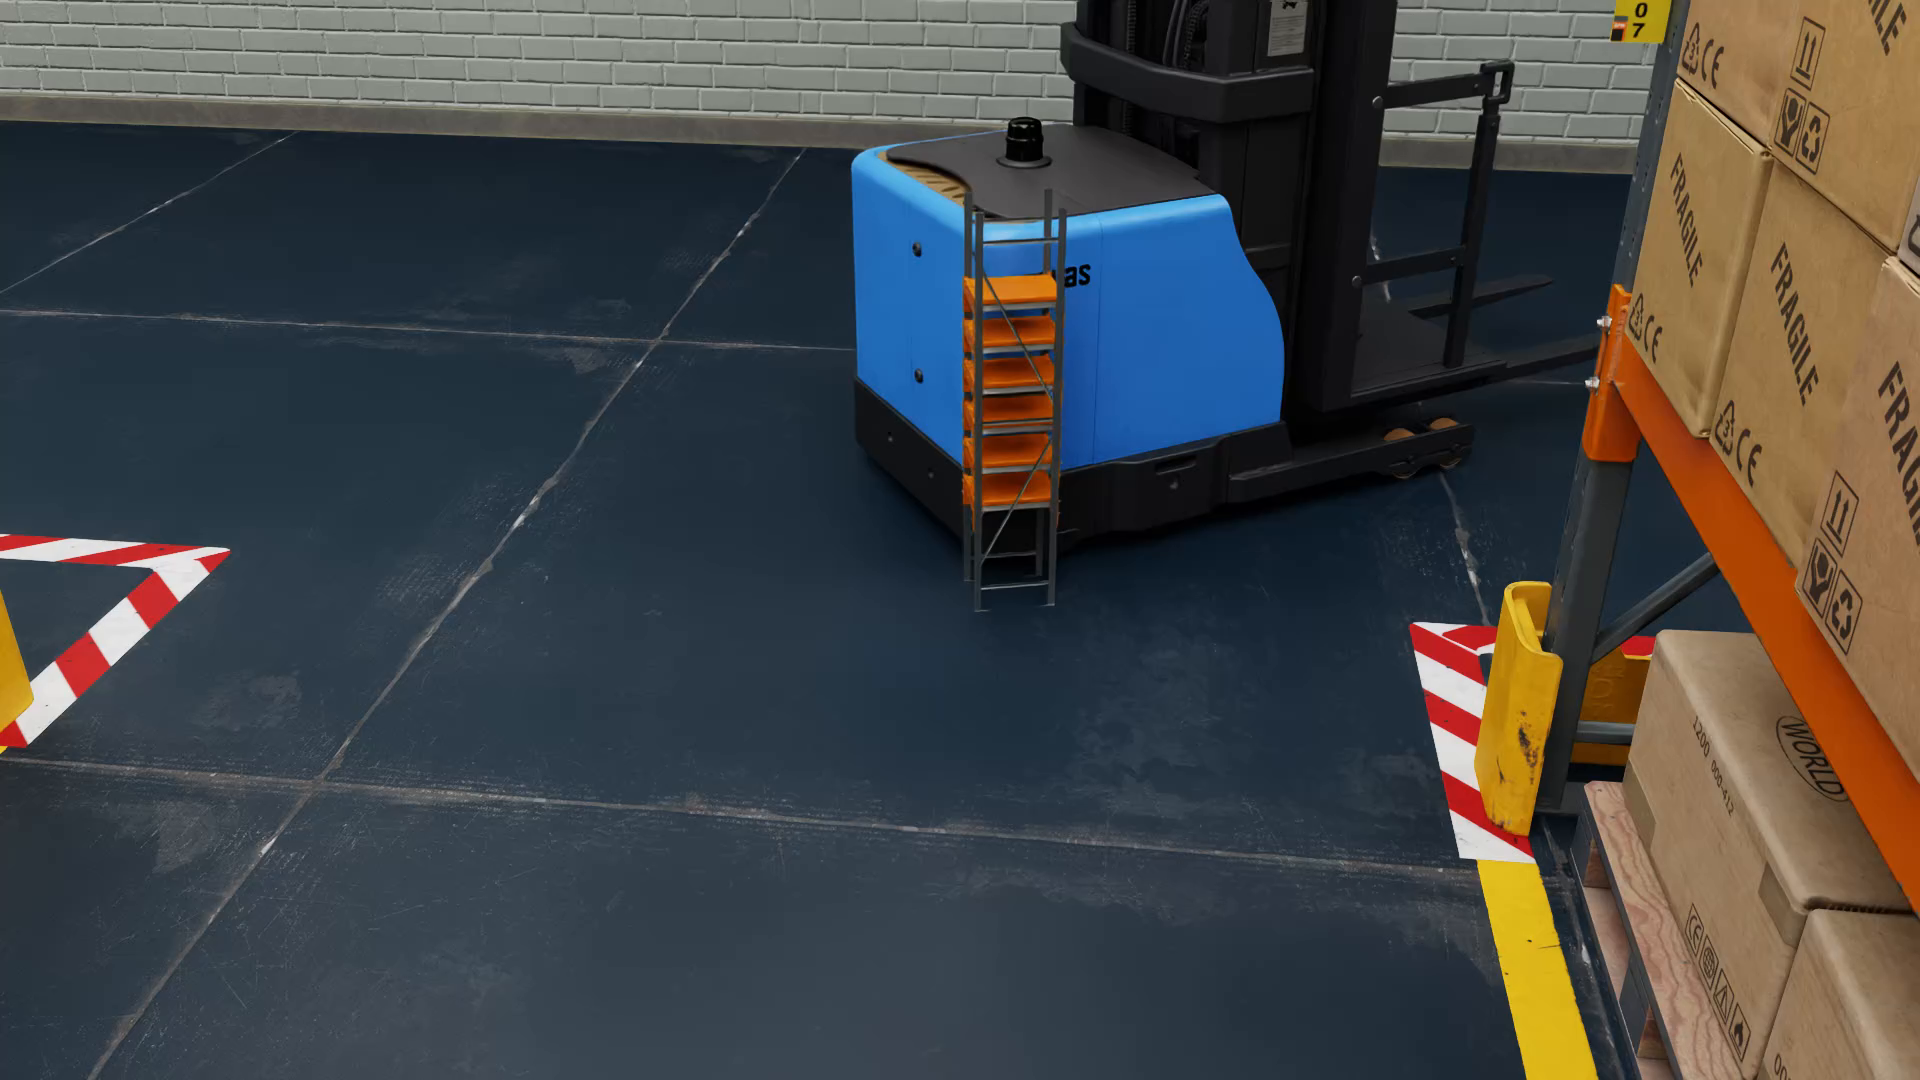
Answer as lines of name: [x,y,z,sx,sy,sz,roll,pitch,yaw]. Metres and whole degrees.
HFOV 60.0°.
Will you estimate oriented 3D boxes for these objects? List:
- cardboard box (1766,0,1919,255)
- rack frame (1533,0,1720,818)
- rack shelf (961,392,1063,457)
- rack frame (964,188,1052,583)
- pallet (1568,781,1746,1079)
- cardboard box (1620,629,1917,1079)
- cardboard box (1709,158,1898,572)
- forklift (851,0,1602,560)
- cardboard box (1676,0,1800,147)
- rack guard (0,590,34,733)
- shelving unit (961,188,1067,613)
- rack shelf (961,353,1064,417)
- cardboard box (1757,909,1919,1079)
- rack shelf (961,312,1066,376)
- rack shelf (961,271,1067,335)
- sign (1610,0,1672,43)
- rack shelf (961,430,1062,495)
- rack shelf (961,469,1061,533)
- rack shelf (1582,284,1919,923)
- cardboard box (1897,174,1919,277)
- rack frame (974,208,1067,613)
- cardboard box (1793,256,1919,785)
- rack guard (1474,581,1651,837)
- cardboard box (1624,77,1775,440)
cardboard box: [1.465,-0.690,2.208,0.500,0.500,0.500,3,28,5]
rack frame: [1.863,-0.658,3.310,1.000,3.000,0.127,3,28,6]
rack shelf: [0.145,-0.328,4.687,0.258,0.103,0.180,-4,29,-8]
rack frame: [0.130,-0.410,4.746,0.240,1.200,0.006,-4,29,-8]
pallet: [1.842,0.950,3.264,1.003,0.211,1.213,3,28,6]
cardboard box: [1.881,0.601,3.230,0.875,0.438,0.875,2,28,4]
cardboard box: [1.485,-0.254,2.453,0.500,0.500,0.500,3,28,5]
forklift: [1.189,-1.707,5.328,3.031,2.935,1.130,-14,31,-24]
cardboard box: [1.521,-0.933,2.660,0.500,0.500,0.500,3,28,5]
rack guard: [-3.072,0.238,4.282,1.175,0.500,0.348,3,28,6]
shelving unit: [0.145,-0.367,4.666,0.258,1.200,0.189,-4,29,-8]
rack shelf: [0.145,-0.434,4.630,0.258,0.103,0.180,-4,29,-8]
cardboard box: [1.777,1.032,2.430,0.875,0.438,0.875,4,29,8]
rack shelf: [0.145,-0.539,4.573,0.258,0.103,0.180,-4,29,-8]
rack shelf: [0.145,-0.645,4.516,0.258,0.103,0.180,-4,29,-8]
sign: [1.313,-1.110,3.151,0.100,0.325,0.005,3,28,6]
rack shelf: [0.145,-0.222,4.744,0.258,0.103,0.180,-4,29,-8]
rack shelf: [0.145,-0.117,4.801,0.258,0.103,0.180,-4,29,-8]
rack shelf: [1.618,0.600,1.733,1.077,0.370,4.000,3,28,6]
cardboard box: [1.410,-0.447,1.757,0.500,0.500,0.500,3,28,6]
rack frame: [0.159,-0.324,4.587,0.240,1.200,0.006,-4,29,-8]
cardboard box: [1.405,-0.015,2.010,0.500,0.500,0.500,3,28,6]
rack guard: [1.866,0.431,3.923,1.175,0.500,0.348,3,28,6]
cardboard box: [1.519,-0.493,2.898,0.500,0.500,0.500,3,28,6]
